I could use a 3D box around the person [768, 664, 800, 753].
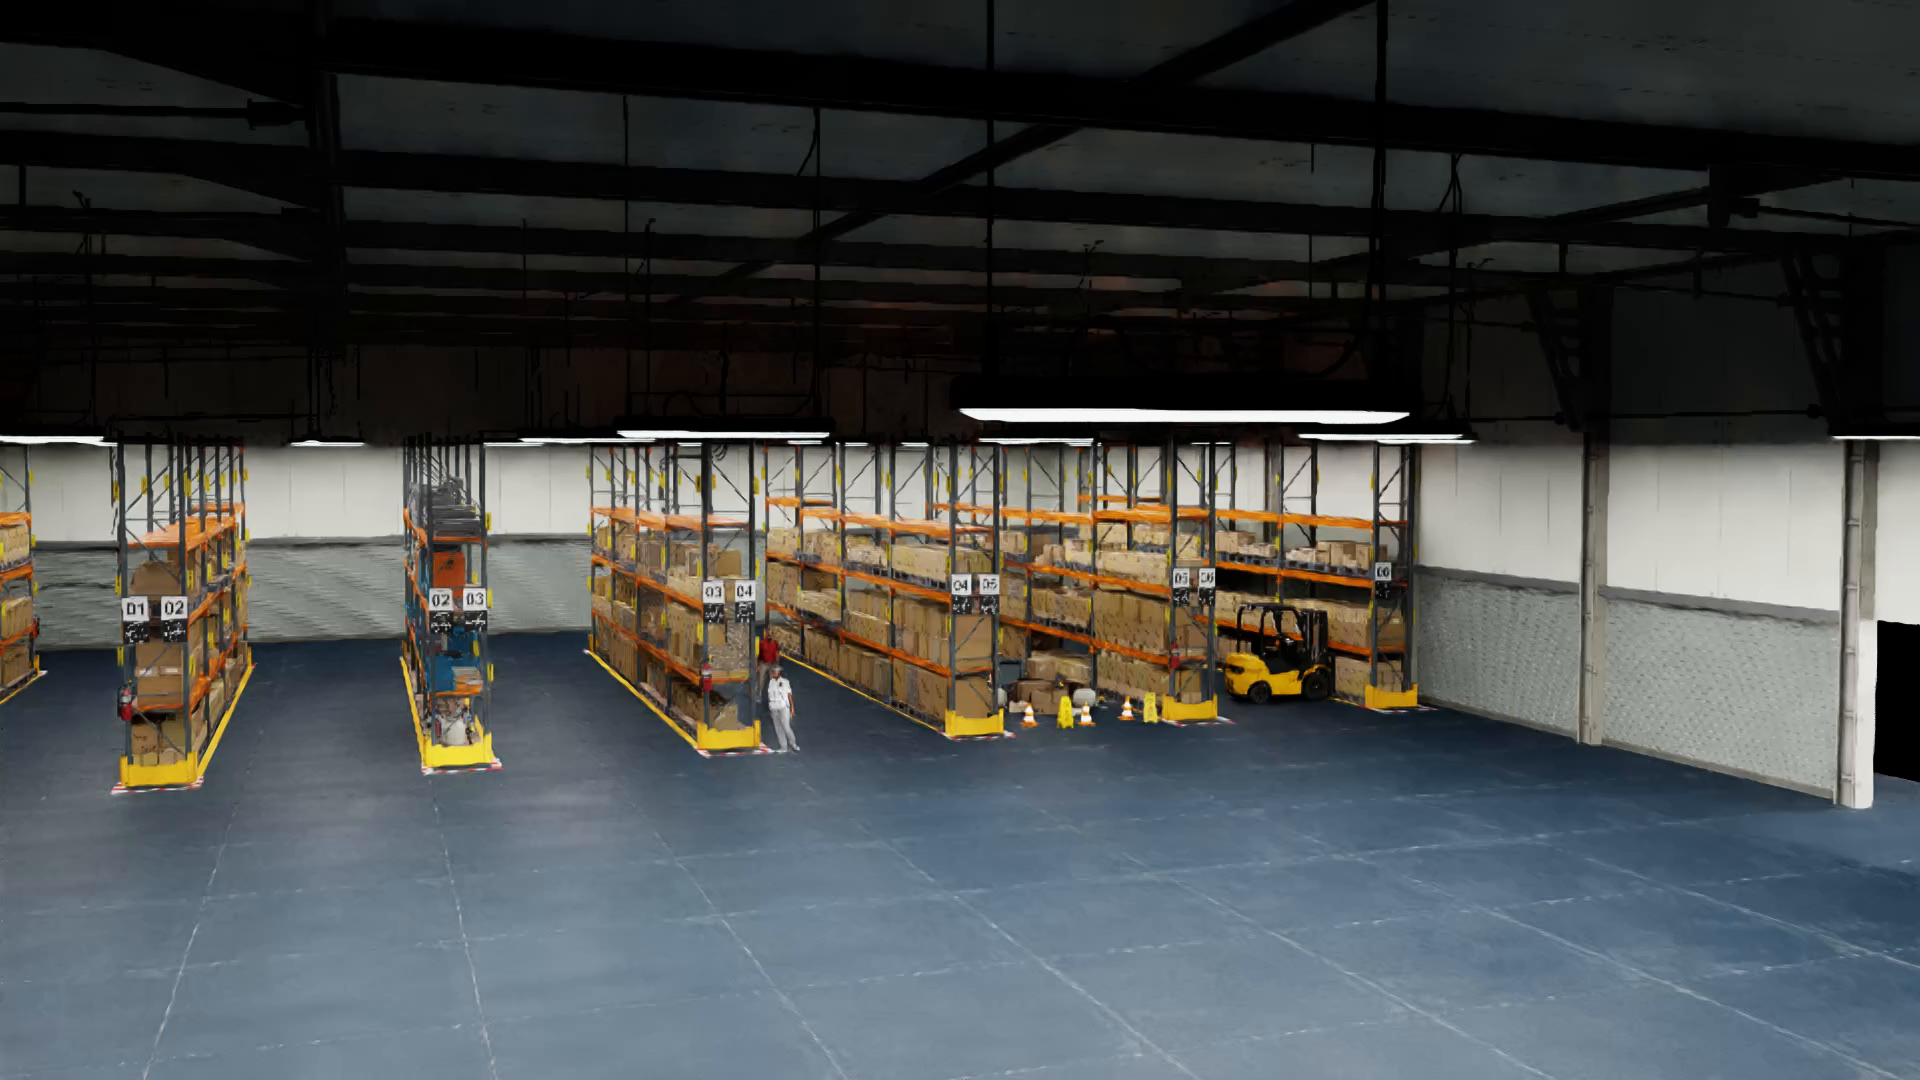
[{"bbox_3d":[-3.308,3.158,31.201,0.593,1.667,0.457,1,3,24],"label":"person"}]

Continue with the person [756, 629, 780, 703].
[{"bbox_3d":[-4.358,2.812,37.289,0.673,1.692,0.700,-2,4,-28],"label":"person"}]

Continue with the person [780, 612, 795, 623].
[{"bbox_3d":[-5.114,2.052,50.211,0.652,1.750,0.499,2,4,36],"label":"person"}]

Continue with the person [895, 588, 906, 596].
[{"bbox_3d":[-1.940,1.934,53.567,0.500,1.661,0.567,1,3,17],"label":"person"}]
